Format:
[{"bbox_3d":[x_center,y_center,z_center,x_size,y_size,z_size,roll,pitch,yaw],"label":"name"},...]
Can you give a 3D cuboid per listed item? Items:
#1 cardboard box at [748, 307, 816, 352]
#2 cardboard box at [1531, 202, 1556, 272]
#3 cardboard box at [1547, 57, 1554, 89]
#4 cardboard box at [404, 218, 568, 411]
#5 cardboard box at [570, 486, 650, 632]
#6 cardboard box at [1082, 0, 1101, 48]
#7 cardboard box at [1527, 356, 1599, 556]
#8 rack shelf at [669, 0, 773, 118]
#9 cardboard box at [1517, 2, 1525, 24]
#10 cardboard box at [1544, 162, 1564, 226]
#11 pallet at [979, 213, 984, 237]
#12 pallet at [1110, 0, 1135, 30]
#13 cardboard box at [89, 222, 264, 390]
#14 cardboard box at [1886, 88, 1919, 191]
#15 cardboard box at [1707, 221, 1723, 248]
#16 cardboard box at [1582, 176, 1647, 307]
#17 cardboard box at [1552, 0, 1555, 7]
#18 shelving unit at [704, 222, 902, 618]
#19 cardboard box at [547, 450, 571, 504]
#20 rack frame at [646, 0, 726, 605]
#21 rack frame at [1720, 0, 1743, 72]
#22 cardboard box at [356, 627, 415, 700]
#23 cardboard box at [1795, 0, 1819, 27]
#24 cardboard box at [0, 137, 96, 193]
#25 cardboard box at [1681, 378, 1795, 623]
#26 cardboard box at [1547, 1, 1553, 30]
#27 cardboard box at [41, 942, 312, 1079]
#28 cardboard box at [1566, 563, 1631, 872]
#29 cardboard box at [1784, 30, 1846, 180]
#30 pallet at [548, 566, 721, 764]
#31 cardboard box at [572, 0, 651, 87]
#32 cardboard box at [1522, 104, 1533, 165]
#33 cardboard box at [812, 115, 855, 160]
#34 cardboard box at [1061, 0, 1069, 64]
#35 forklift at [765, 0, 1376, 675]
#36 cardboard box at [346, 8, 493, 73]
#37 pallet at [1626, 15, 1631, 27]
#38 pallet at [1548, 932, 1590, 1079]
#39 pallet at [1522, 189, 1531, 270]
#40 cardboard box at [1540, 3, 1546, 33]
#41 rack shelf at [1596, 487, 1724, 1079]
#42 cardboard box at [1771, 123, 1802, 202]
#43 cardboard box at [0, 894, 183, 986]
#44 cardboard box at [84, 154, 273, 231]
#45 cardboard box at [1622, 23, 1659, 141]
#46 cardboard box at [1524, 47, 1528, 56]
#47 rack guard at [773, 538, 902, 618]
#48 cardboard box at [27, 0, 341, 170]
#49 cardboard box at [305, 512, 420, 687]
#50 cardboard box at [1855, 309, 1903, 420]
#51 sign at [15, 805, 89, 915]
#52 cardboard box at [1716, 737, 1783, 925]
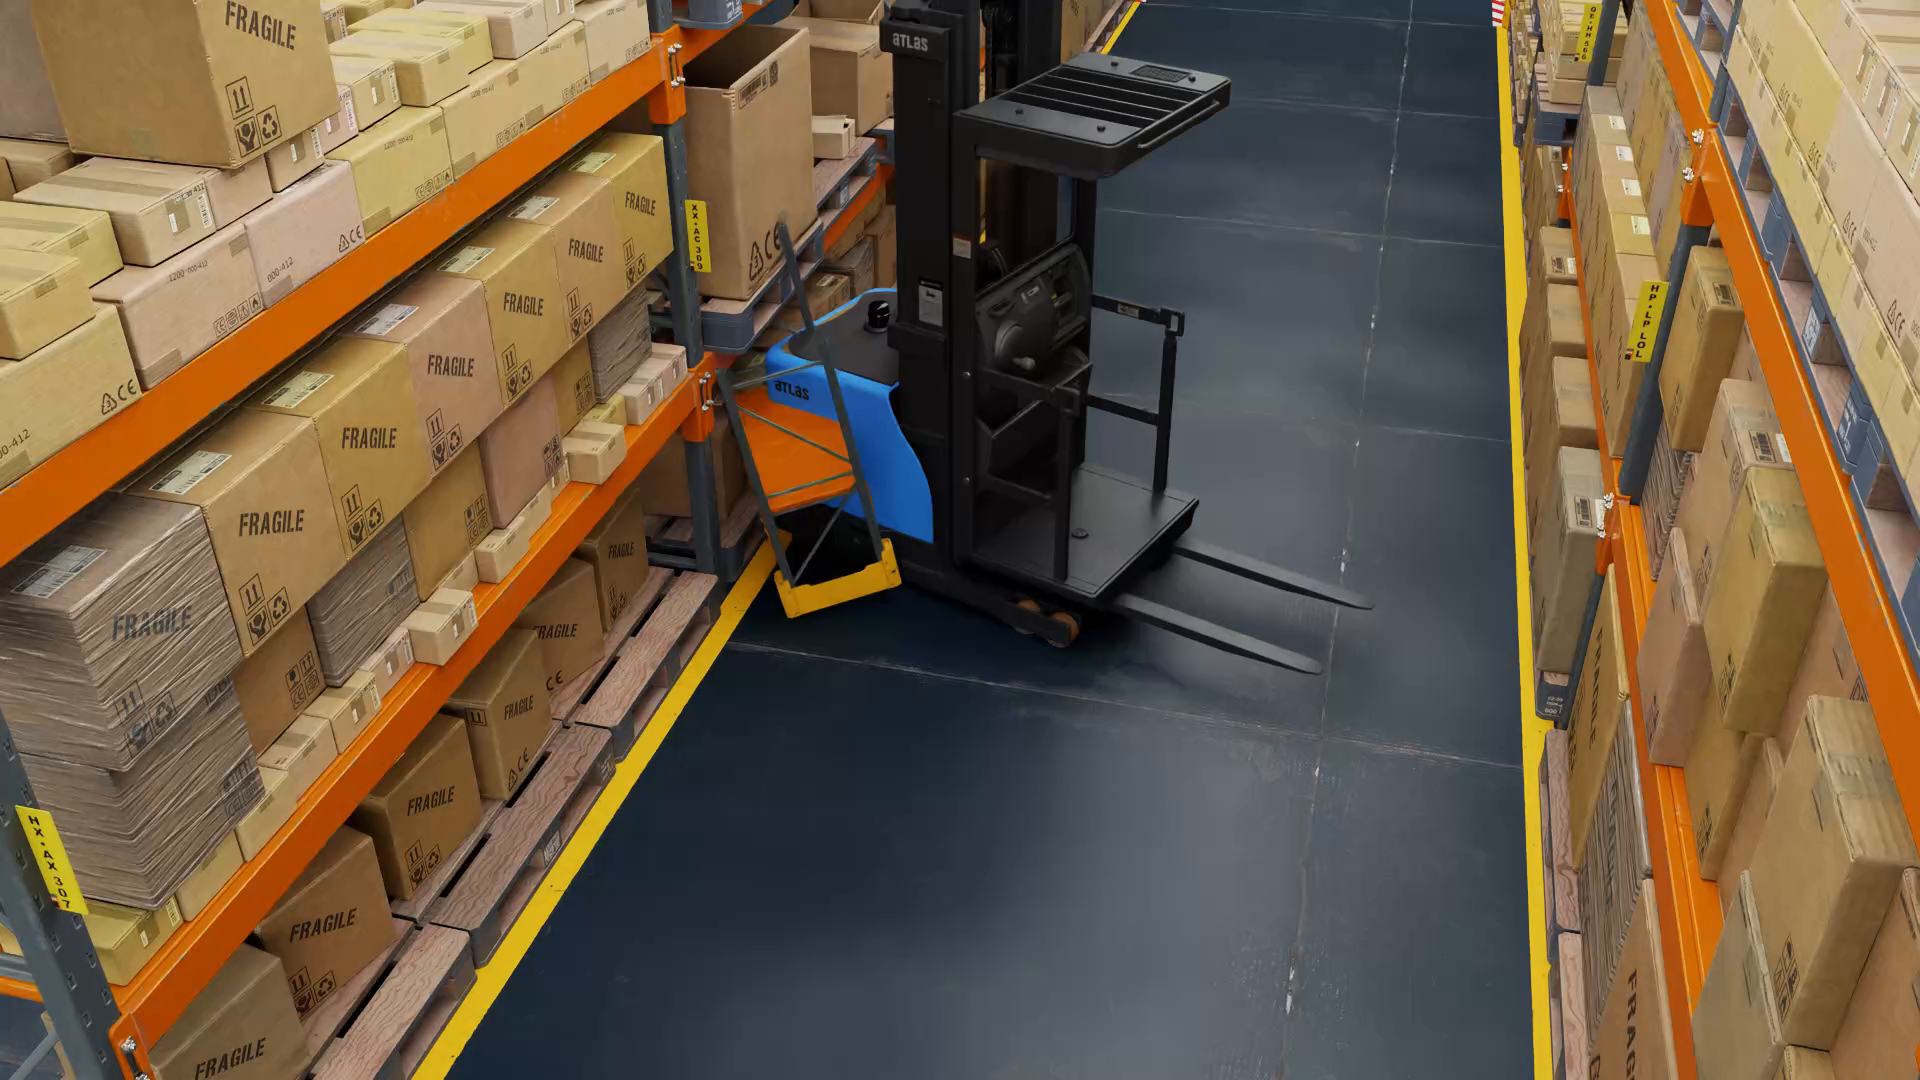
[{"bbox_3d":[-1.209,-1.004,9.453,0.700,0.500,0.500,5,33,8],"label":"cardboard box"},{"bbox_3d":[4.034,-1.870,10.833,0.500,0.500,0.500,8,33,12],"label":"cardboard box"},{"bbox_3d":[3.865,-2.889,10.340,0.380,0.149,0.250,8,33,12],"label":"cardboard box"},{"bbox_3d":[-1.768,-0.822,5.944,0.500,0.500,0.500,8,33,12],"label":"cardboard box"},{"bbox_3d":[-1.807,0.058,7.802,0.500,0.500,0.500,7,33,11],"label":"cardboard box"},{"bbox_3d":[0.837,-5.253,15.806,0.875,0.875,0.875,8,33,12],"label":"cardboard box"},{"bbox_3d":[3.424,-0.357,8.221,1.050,0.750,0.750,8,33,12],"label":"cardboard box"},{"bbox_3d":[-1.159,-3.022,8.583,1.077,0.370,4.000,8,33,12],"label":"rack shelf"},{"bbox_3d":[5.498,-4.992,15.796,0.380,0.149,0.250,9,34,14],"label":"cardboard box"},{"bbox_3d":[4.040,-2.200,10.654,0.500,0.250,0.500,7,33,11],"label":"cardboard box"},{"bbox_3d":[-0.379,-2.320,12.203,1.003,0.211,1.213,8,33,12],"label":"pallet"},{"bbox_3d":[1.251,-5.647,17.436,1.003,0.211,1.213,8,33,12],"label":"pallet"},{"bbox_3d":[-2.185,-0.632,4.293,0.500,0.250,0.500,7,33,11],"label":"cardboard box"},{"bbox_3d":[2.170,-0.815,3.447,0.380,0.149,0.250,8,33,12],"label":"cardboard box"},{"bbox_3d":[3.225,-1.017,6.529,0.700,0.500,0.500,7,33,12],"label":"cardboard box"},{"bbox_3d":[3.362,-1.432,8.113,0.500,0.500,0.500,8,33,12],"label":"cardboard box"},{"bbox_3d":[4.064,-3.538,10.808,0.380,0.149,0.250,8,33,12],"label":"cardboard box"},{"bbox_3d":[-0.818,-0.578,8.024,0.587,1.500,1.083,-17,43,-4],"label":"shelving unit"},{"bbox_3d":[-1.778,-0.258,6.594,0.380,0.149,0.250,8,33,12],"label":"cardboard box"},{"bbox_3d":[-1.667,-1.022,7.562,1.000,3.000,0.127,8,33,12],"label":"rack frame"},{"bbox_3d":[3.105,-2.826,4.808,1.000,3.000,0.127,8,33,12],"label":"rack frame"},{"bbox_3d":[-2.068,0.395,5.568,0.380,0.149,0.250,8,33,12],"label":"cardboard box"},{"bbox_3d":[2.492,-1.472,4.480,0.380,0.149,0.250,7,33,12],"label":"cardboard box"},{"bbox_3d":[-2.546,-1.025,4.538,0.380,0.149,0.250,8,33,13],"label":"cardboard box"},{"bbox_3d":[2.681,-0.064,4.908,0.875,0.550,0.550,8,33,12],"label":"cardboard box"},{"bbox_3d":[4.065,-3.420,10.898,0.380,0.149,0.250,8,33,12],"label":"cardboard box"},{"bbox_3d":[-2.507,1.609,5.361,0.500,0.500,0.500,14,35,21],"label":"cardboard box"},{"bbox_3d":[2.878,0.742,6.376,0.875,0.875,0.875,9,33,13],"label":"cardboard box"},{"bbox_3d":[2.456,-1.102,4.270,0.500,0.250,0.500,8,33,12],"label":"cardboard box"},{"bbox_3d":[-1.803,0.508,7.754,1.003,0.211,1.213,8,33,12],"label":"pallet"},{"bbox_3d":[-1.530,-1.953,6.369,0.500,0.250,0.500,9,34,14],"label":"cardboard box"},{"bbox_3d":[4.691,-3.221,12.959,0.500,0.500,0.500,9,34,14],"label":"cardboard box"},{"bbox_3d":[-0.814,-2.316,9.331,0.396,0.266,0.258,7,33,11],"label":"cardboard box"},{"bbox_3d":[0.220,-4.119,14.023,1.225,0.875,0.875,8,33,13],"label":"cardboard box"},{"bbox_3d":[0.523,-1.050,7.670,3.031,2.935,1.130,20,37,28],"label":"forklift"},{"bbox_3d":[-1.788,-1.646,5.516,0.380,0.149,0.250,9,34,14],"label":"cardboard box"},{"bbox_3d":[4.583,-3.322,11.358,1.003,0.211,1.213,8,33,12],"label":"pallet"},{"bbox_3d":[2.529,1.901,5.562,1.003,0.211,1.213,8,33,12],"label":"pallet"},{"bbox_3d":[4.631,-2.230,12.061,1.003,0.211,1.213,8,33,12],"label":"pallet"},{"bbox_3d":[4.197,-3.567,11.407,0.380,0.149,0.250,7,33,10],"label":"cardboard box"},{"bbox_3d":[2.597,1.047,4.978,1.077,0.370,4.000,8,33,12],"label":"rack shelf"},{"bbox_3d":[2.427,-1.003,4.485,0.380,0.149,0.250,7,33,12],"label":"cardboard box"},{"bbox_3d":[-2.379,1.044,4.546,0.380,0.149,0.250,8,33,12],"label":"cardboard box"},{"bbox_3d":[-2.081,-0.955,4.429,0.380,0.149,0.250,8,33,12],"label":"cardboard box"},{"bbox_3d":[3.870,-2.340,8.610,0.700,0.500,0.500,8,33,12],"label":"cardboard box"},{"bbox_3d":[5.299,-4.333,15.036,0.380,0.149,0.250,9,33,13],"label":"cardboard box"},{"bbox_3d":[-0.592,0.186,8.081,0.587,0.250,0.087,-17,43,-4],"label":"rack guard"},{"bbox_3d":[-2.044,-1.325,4.405,0.500,0.500,0.500,8,33,12],"label":"cardboard box"},{"bbox_3d":[-2.336,0.075,5.466,0.875,0.500,0.500,8,33,12],"label":"cardboard box"},{"bbox_3d":[2.105,-0.345,3.450,0.380,0.149,0.250,8,33,12],"label":"cardboard box"},{"bbox_3d":[-2.157,0.762,3.948,0.100,0.325,0.005,8,33,12],"label":"sign"},{"bbox_3d":[2.522,0.957,4.308,0.875,0.550,0.550,8,33,12],"label":"cardboard box"}]
